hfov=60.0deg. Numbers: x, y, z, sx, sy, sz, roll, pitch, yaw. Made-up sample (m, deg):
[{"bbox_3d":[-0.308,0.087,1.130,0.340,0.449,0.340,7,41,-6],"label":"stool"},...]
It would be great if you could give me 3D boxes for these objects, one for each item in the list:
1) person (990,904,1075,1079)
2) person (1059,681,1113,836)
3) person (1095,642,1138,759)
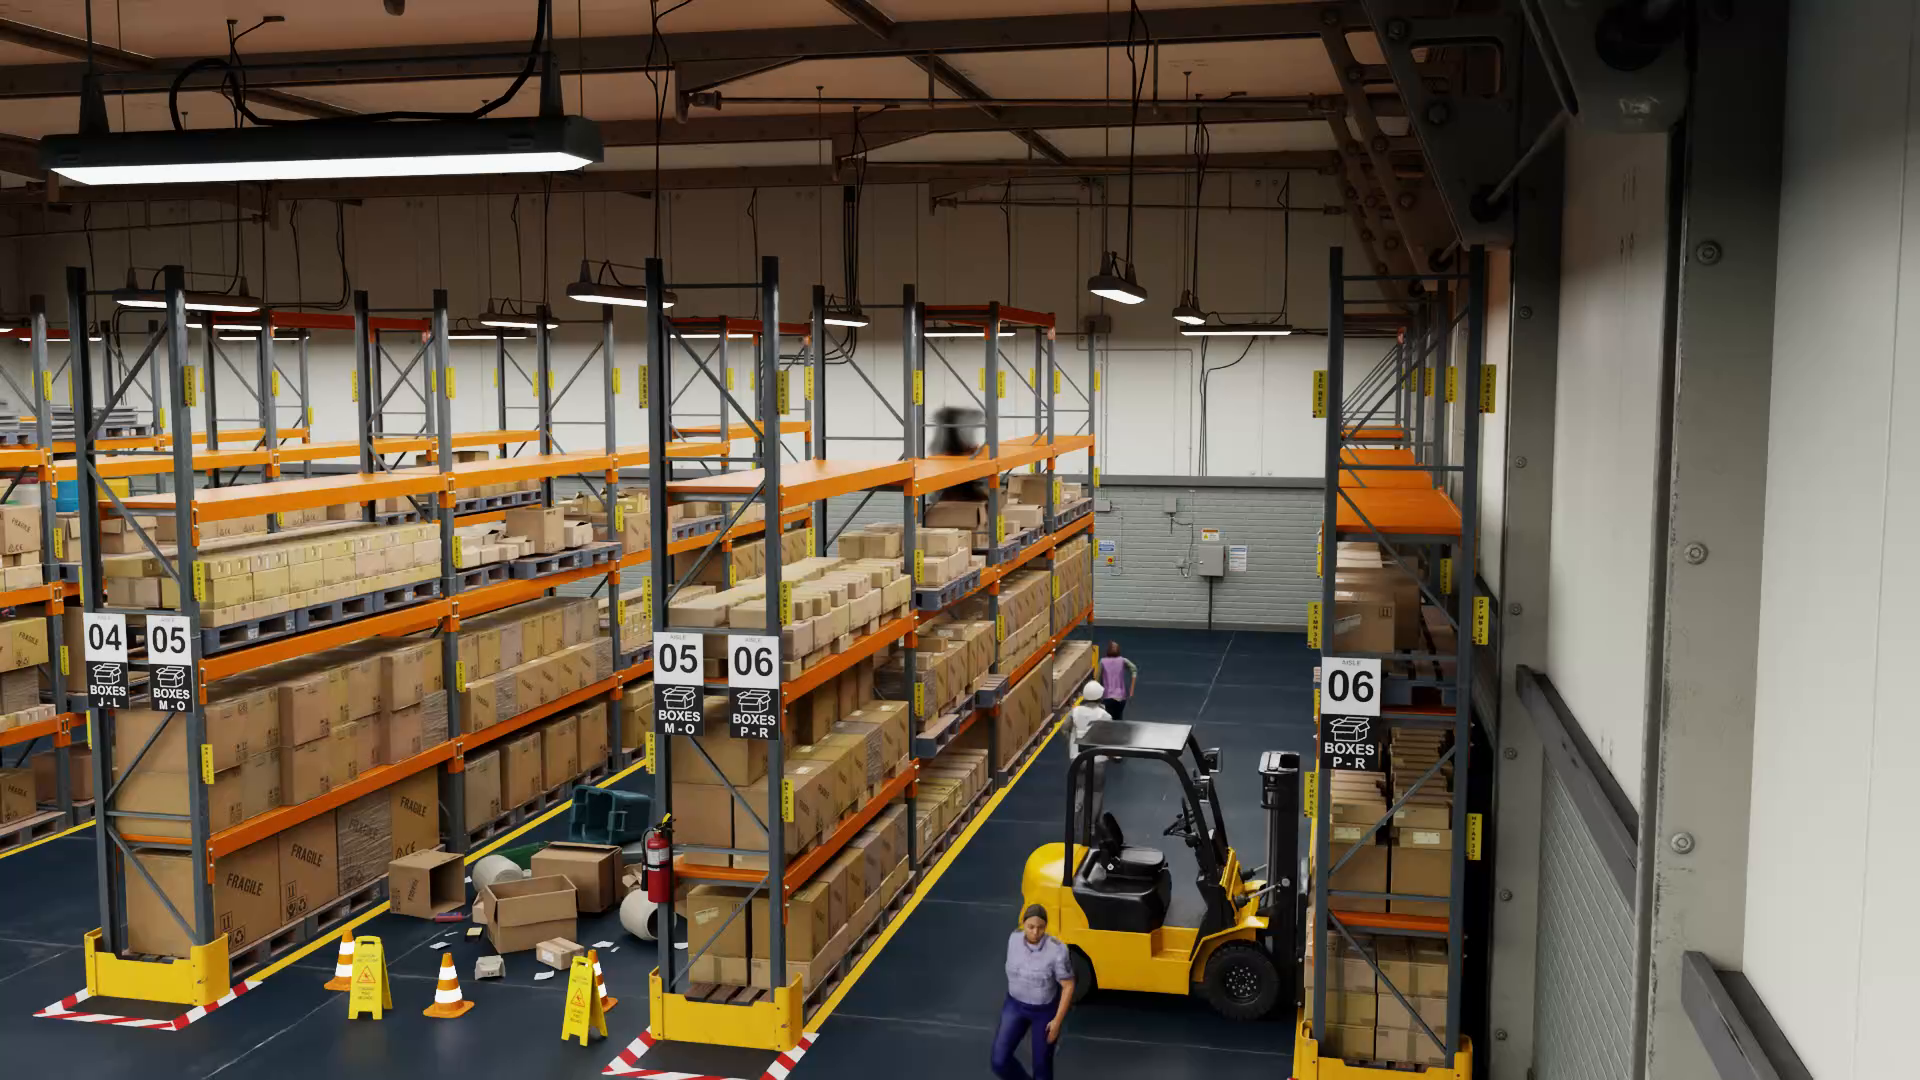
[{"bbox_3d":[0.522,3.229,11.353,0.587,1.602,0.677,2,6,20],"label":"person"},{"bbox_3d":[1.397,2.450,18.417,0.674,1.764,0.653,3,6,25],"label":"person"},{"bbox_3d":[2.091,2.139,22.315,0.545,1.527,0.780,0,6,-3],"label":"person"}]
